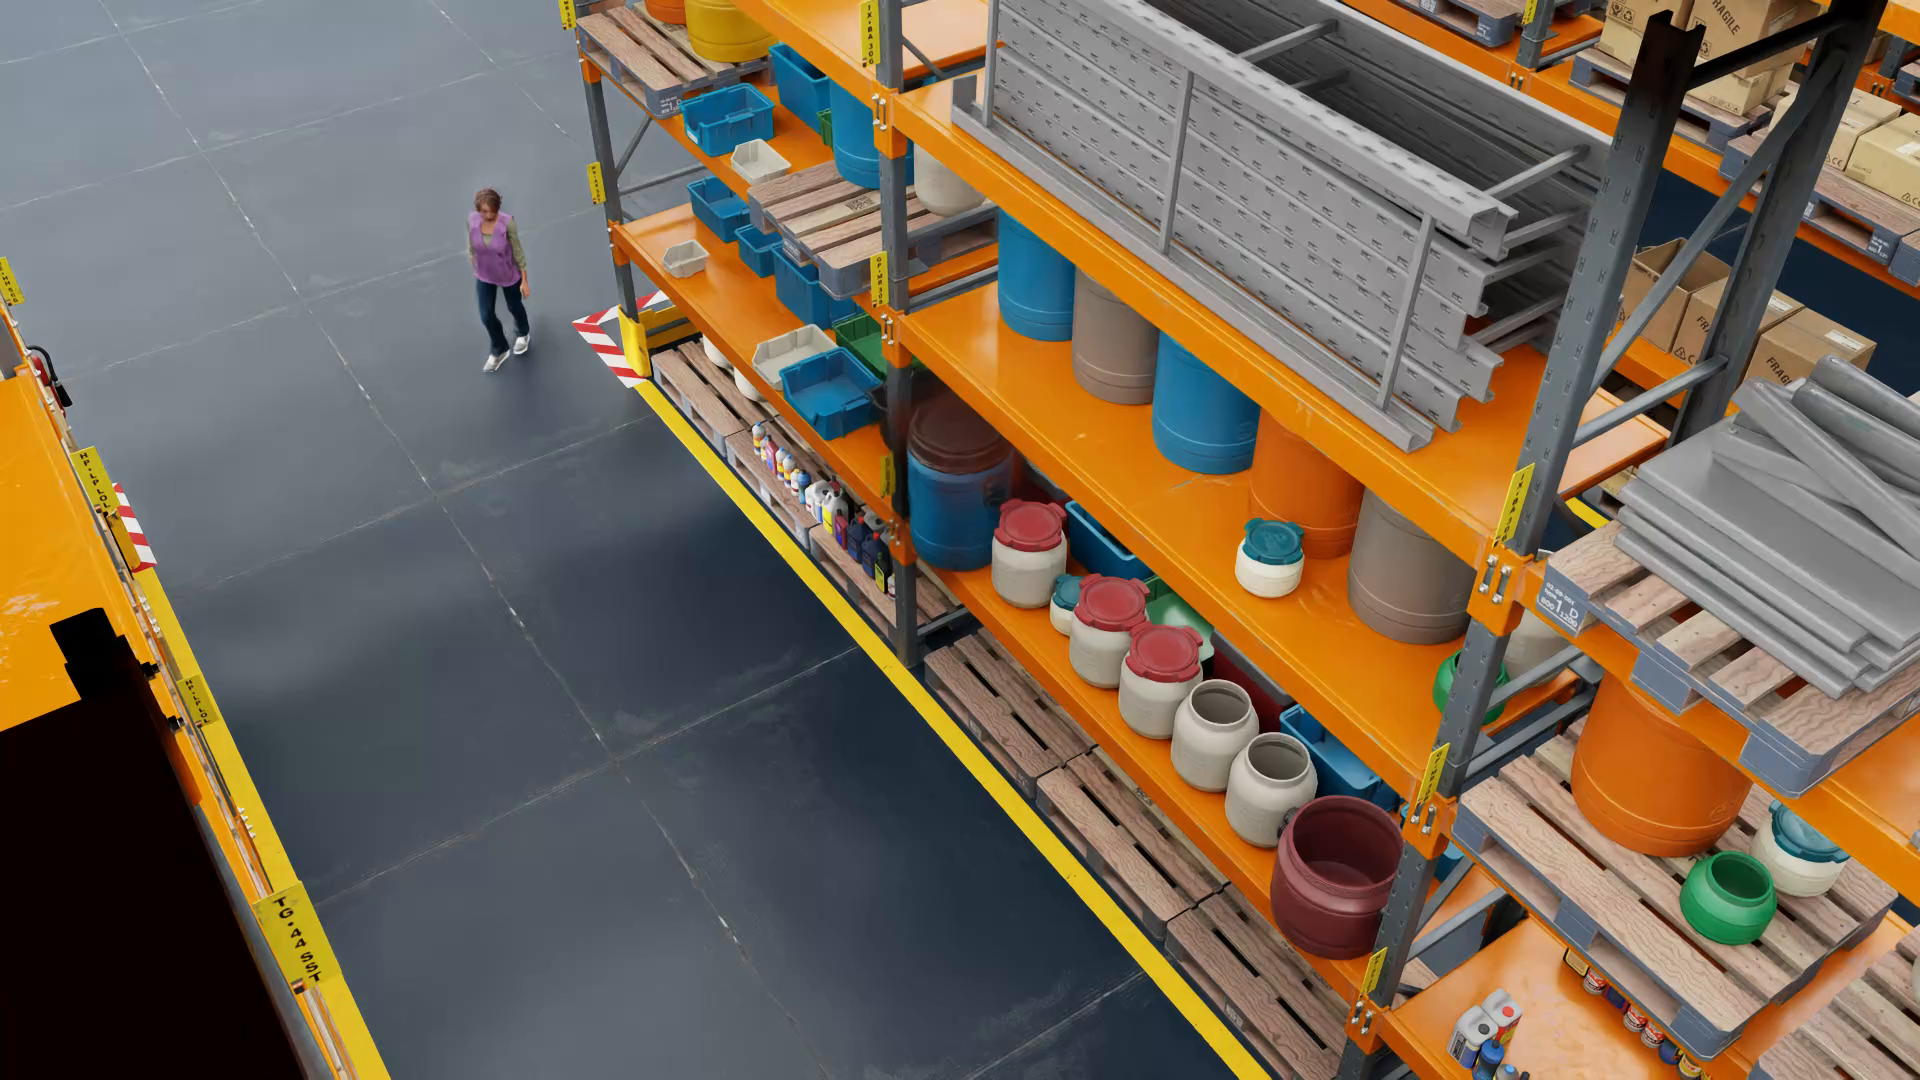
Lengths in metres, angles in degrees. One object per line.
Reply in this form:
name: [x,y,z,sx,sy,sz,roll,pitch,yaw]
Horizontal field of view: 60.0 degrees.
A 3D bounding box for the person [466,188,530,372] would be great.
person: [-3.538,-2.008,12.881,0.486,1.498,0.501,3,43,4]
